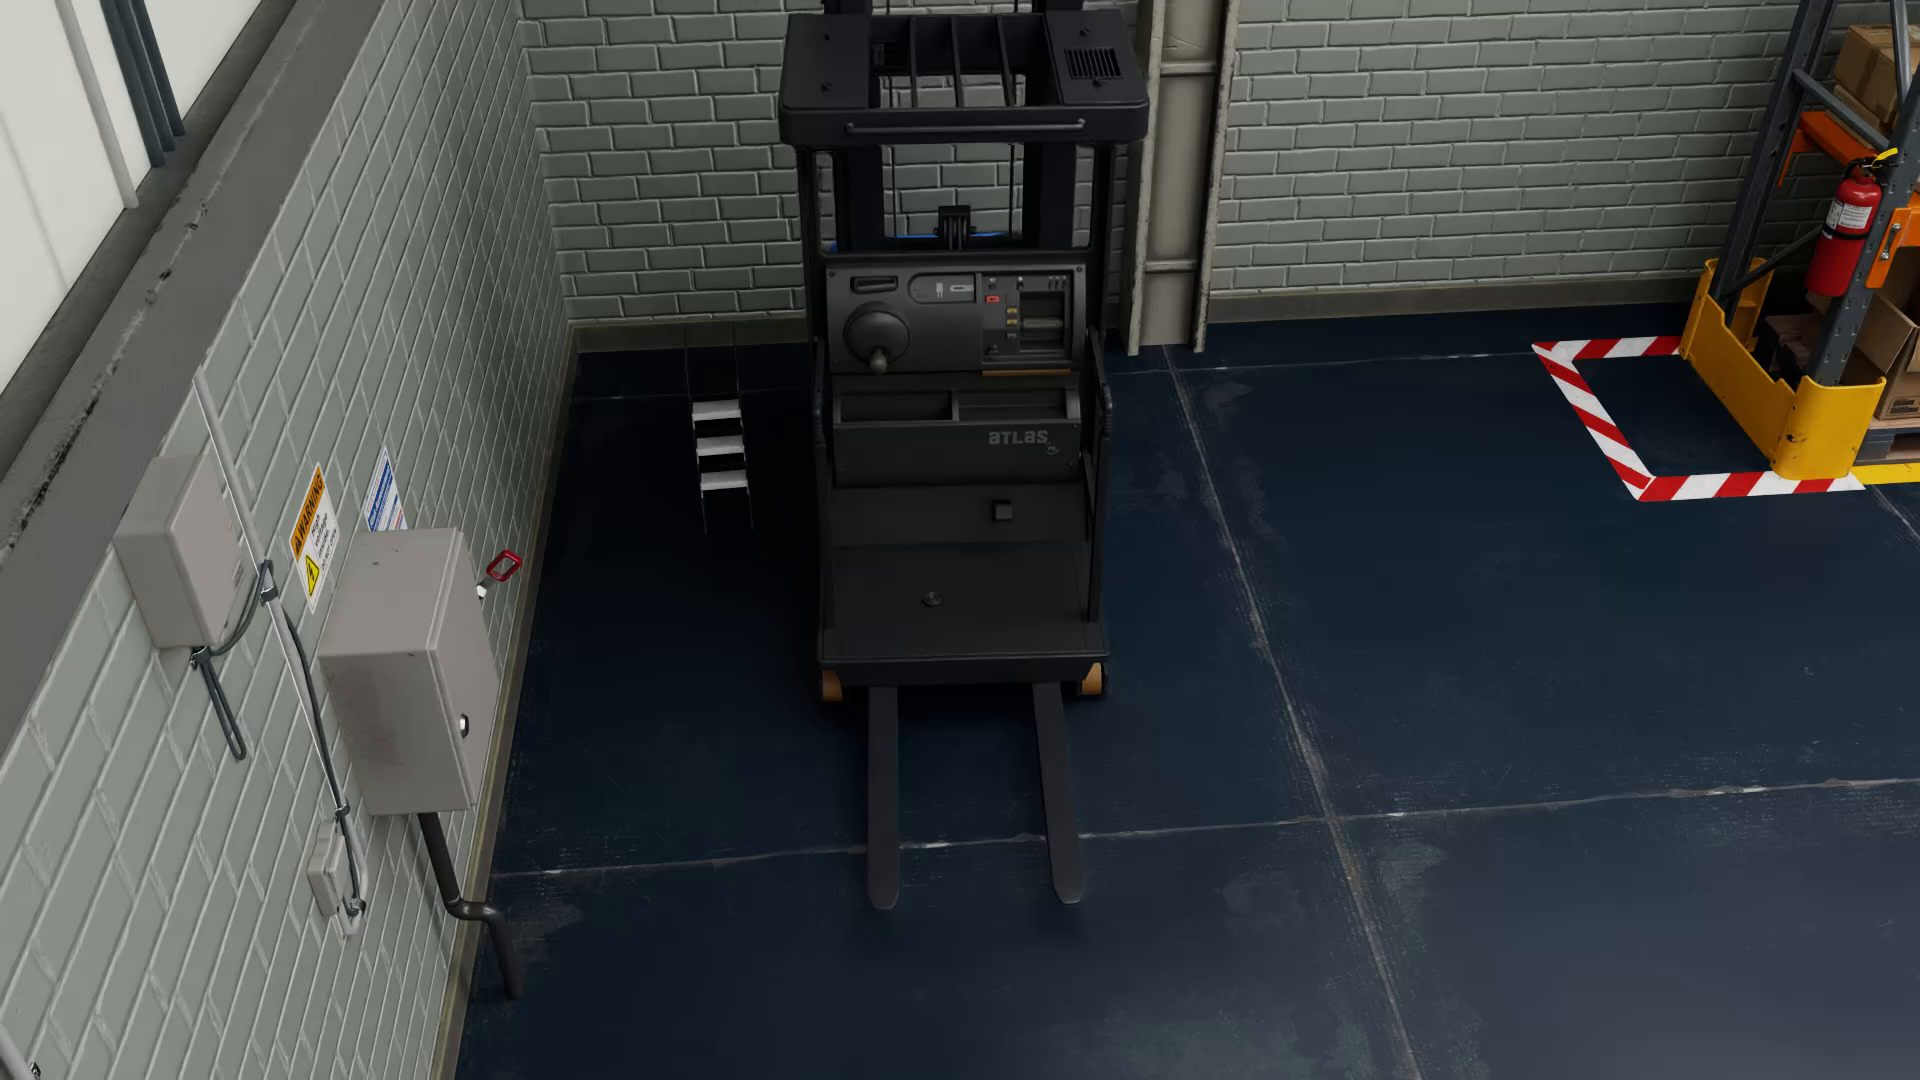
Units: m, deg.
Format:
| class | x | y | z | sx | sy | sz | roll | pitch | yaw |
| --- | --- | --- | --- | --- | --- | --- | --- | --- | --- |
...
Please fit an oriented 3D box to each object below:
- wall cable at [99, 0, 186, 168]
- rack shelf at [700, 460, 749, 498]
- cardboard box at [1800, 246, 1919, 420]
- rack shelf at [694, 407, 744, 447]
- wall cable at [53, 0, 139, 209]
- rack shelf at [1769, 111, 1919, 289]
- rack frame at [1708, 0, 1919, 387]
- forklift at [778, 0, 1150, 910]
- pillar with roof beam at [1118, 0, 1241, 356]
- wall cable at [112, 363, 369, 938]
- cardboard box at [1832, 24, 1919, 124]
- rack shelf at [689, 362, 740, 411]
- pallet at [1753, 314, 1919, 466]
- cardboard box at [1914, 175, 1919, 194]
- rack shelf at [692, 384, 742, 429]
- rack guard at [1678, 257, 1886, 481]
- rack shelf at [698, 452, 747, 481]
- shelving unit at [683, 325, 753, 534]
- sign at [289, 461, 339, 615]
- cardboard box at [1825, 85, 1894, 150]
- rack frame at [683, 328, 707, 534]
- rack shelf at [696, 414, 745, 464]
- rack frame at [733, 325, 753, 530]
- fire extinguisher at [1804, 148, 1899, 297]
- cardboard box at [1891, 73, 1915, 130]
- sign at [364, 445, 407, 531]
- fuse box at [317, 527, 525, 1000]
| class | x | y | z | sx | sy | sz | roll | pitch | yaw |
| --- | --- | --- | --- | --- | --- | --- | --- | --- | --- |
| wall cable | -1.674 | -2.818 | 3.526 | 0.133 | 3.039 | 2.988 | -3 | 38 | -4 |
| rack shelf | -1.029 | -0.295 | 7.242 | 0.200 | 0.077 | 0.258 | -5 | 39 | -6 |
| cardboard box | 4.414 | -0.971 | 7.735 | 0.637 | 0.503 | 0.797 | -5 | 39 | -6 |
| rack shelf | -1.029 | -0.507 | 7.075 | 0.200 | 0.077 | 0.258 | -5 | 39 | -6 |
| wall cable | -1.465 | -1.082 | 1.357 | 0.029 | 3.000 | 2.355 | -3 | 38 | -4 |
| rack shelf | 5.788 | -1.638 | 7.486 | 4.000 | 0.370 | 1.077 | -3 | 38 | -4 |
| rack frame | 3.796 | -1.811 | 7.124 | 0.127 | 3.000 | 1.000 | -3 | 38 | -4 |
| forklift | -0.003 | -0.727 | 5.805 | 1.130 | 2.935 | 3.031 | -1 | 38 | -2 |
| pillar with roof beam | 1.412 | -1.918 | 2.416 | 0.400 | 9.000 | 9.100 | -3 | 38 | -4 |
| wall cable | -1.512 | 0.302 | 3.626 | 0.122 | 1.984 | 0.588 | -3 | 38 | -4 |
| cardboard box | 4.231 | -2.058 | 7.318 | 0.500 | 0.250 | 0.500 | -2 | 38 | -3 |
| rack shelf | -1.029 | -0.648 | 6.963 | 0.200 | 0.077 | 0.258 | -5 | 39 | -6 |
| pallet | 4.666 | -0.765 | 8.049 | 1.213 | 0.211 | 1.003 | -3 | 38 | -4 |
| cardboard box | 4.148 | -1.561 | 7.010 | 0.250 | 0.149 | 0.380 | -3 | 38 | -4 |
| rack shelf | -1.029 | -0.578 | 7.019 | 0.200 | 0.077 | 0.258 | -5 | 39 | -6 |
| rack guard | 3.872 | -0.834 | 7.903 | 0.348 | 0.500 | 1.175 | -3 | 38 | -4 |
| rack shelf | -1.029 | -0.366 | 7.186 | 0.200 | 0.077 | 0.258 | -5 | 39 | -6 |
| shelving unit | -1.029 | -0.463 | 7.110 | 0.210 | 0.900 | 0.258 | -5 | 39 | -6 |
| sign | -1.617 | -0.008 | 4.172 | 0.001 | 0.242 | 0.339 | -3 | 38 | -4 |
| cardboard box | 4.103 | -1.896 | 7.435 | 0.250 | 0.149 | 0.380 | -4 | 38 | -4 |
| rack frame | -1.130 | -0.454 | 7.098 | 0.006 | 0.900 | 0.240 | -5 | 39 | -6 |
| rack shelf | -1.029 | -0.436 | 7.130 | 0.200 | 0.077 | 0.258 | -5 | 39 | -6 |
| rack frame | -0.929 | -0.472 | 7.121 | 0.006 | 0.900 | 0.240 | -5 | 39 | -6 |
| fire extinguisher | 3.691 | -1.341 | 6.892 | 0.183 | 0.674 | 0.296 | -3 | 38 | -4 |
| cardboard box | 4.272 | -1.728 | 6.899 | 0.500 | 0.250 | 0.500 | -3 | 38 | -4 |
| sign | -1.666 | 0.015 | 4.886 | 0.001 | 0.494 | 0.329 | -3 | 38 | -4 |
| fuse box | -1.416 | 0.777 | 4.884 | 0.414 | 1.711 | 0.539 | -3 | 38 | -4 |
